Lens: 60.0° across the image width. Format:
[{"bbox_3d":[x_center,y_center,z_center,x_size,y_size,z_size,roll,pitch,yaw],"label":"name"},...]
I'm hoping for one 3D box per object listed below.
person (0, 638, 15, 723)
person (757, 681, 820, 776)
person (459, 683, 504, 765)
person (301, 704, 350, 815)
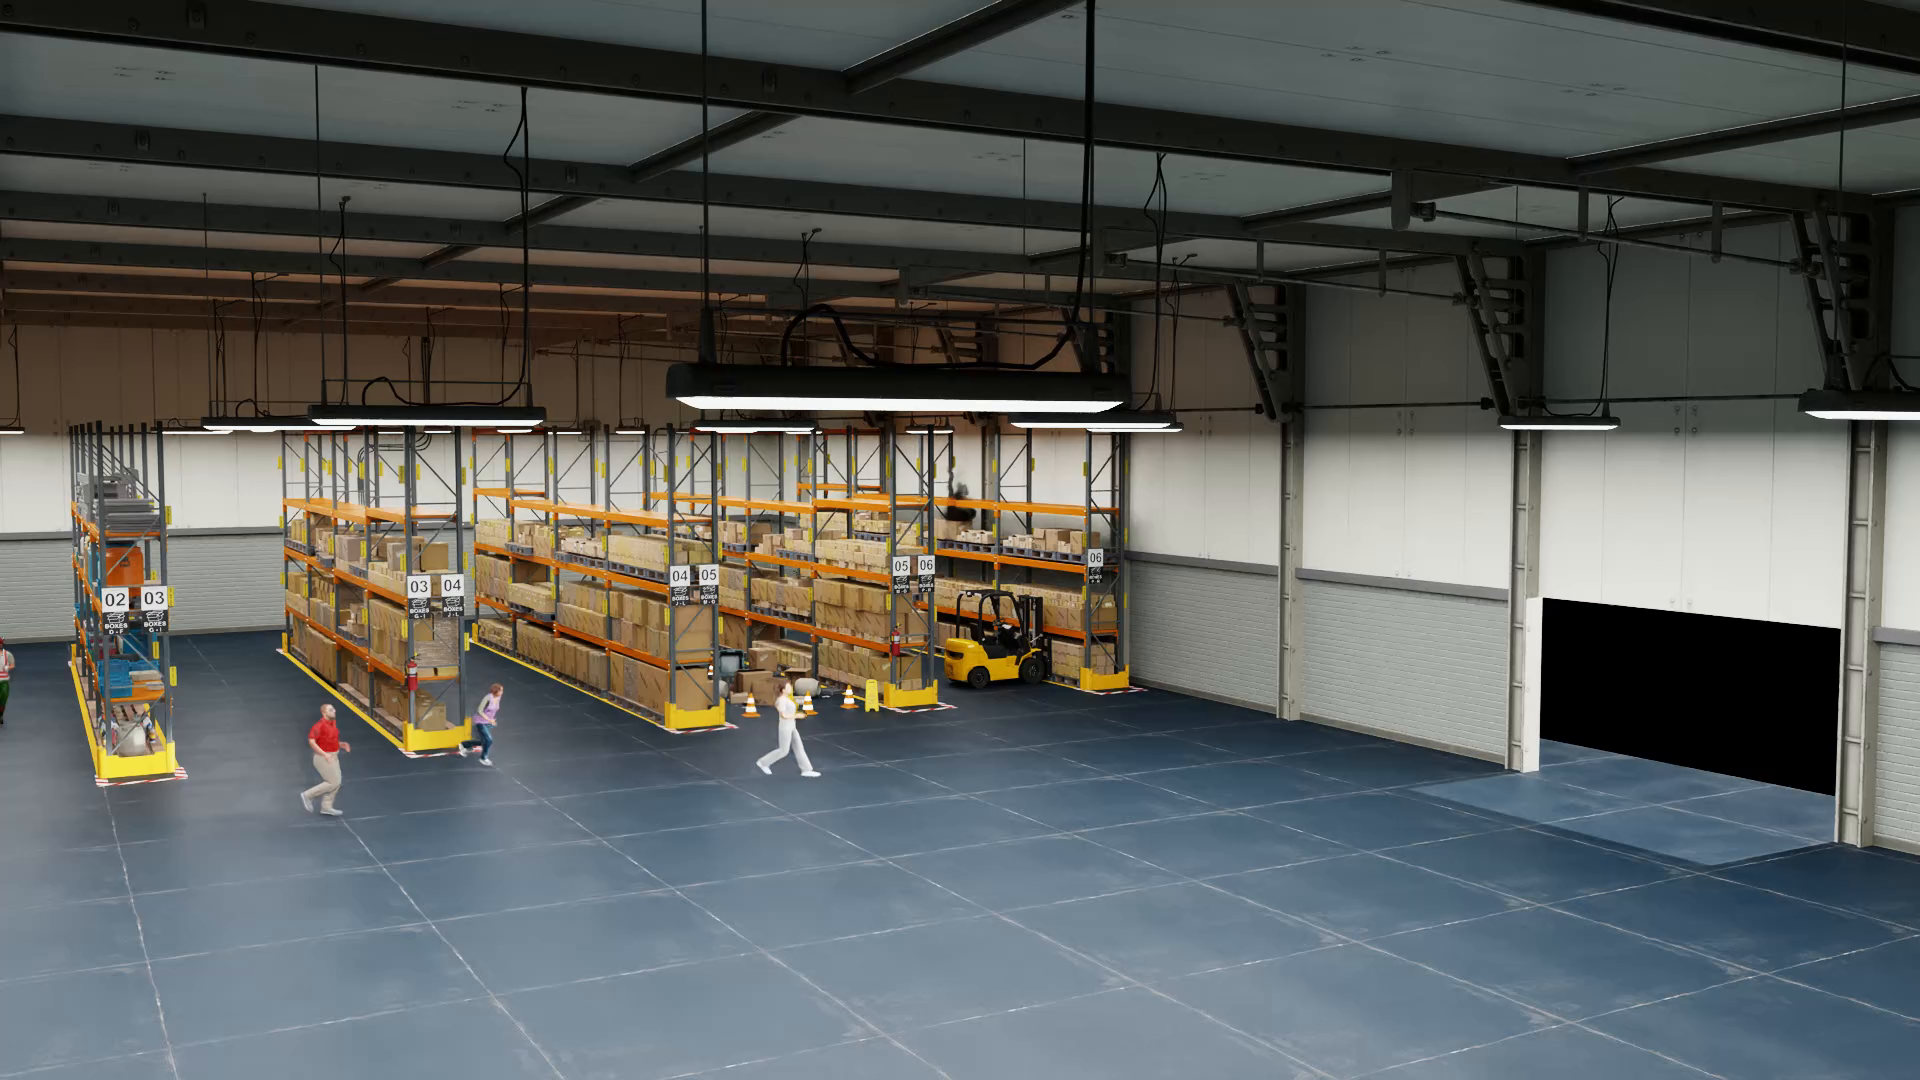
[{"bbox_3d":[-19.032,2.795,32.894,0.641,1.775,0.690,-3,5,-43],"label":"person"},{"bbox_3d":[-2.867,3.151,27.773,1.053,1.626,0.581,0,4,4],"label":"person"},{"bbox_3d":[-8.380,3.214,29.121,0.870,1.456,0.528,1,4,16],"label":"person"},{"bbox_3d":[-9.615,3.326,25.228,0.647,1.700,0.653,0,4,-2],"label":"person"}]
